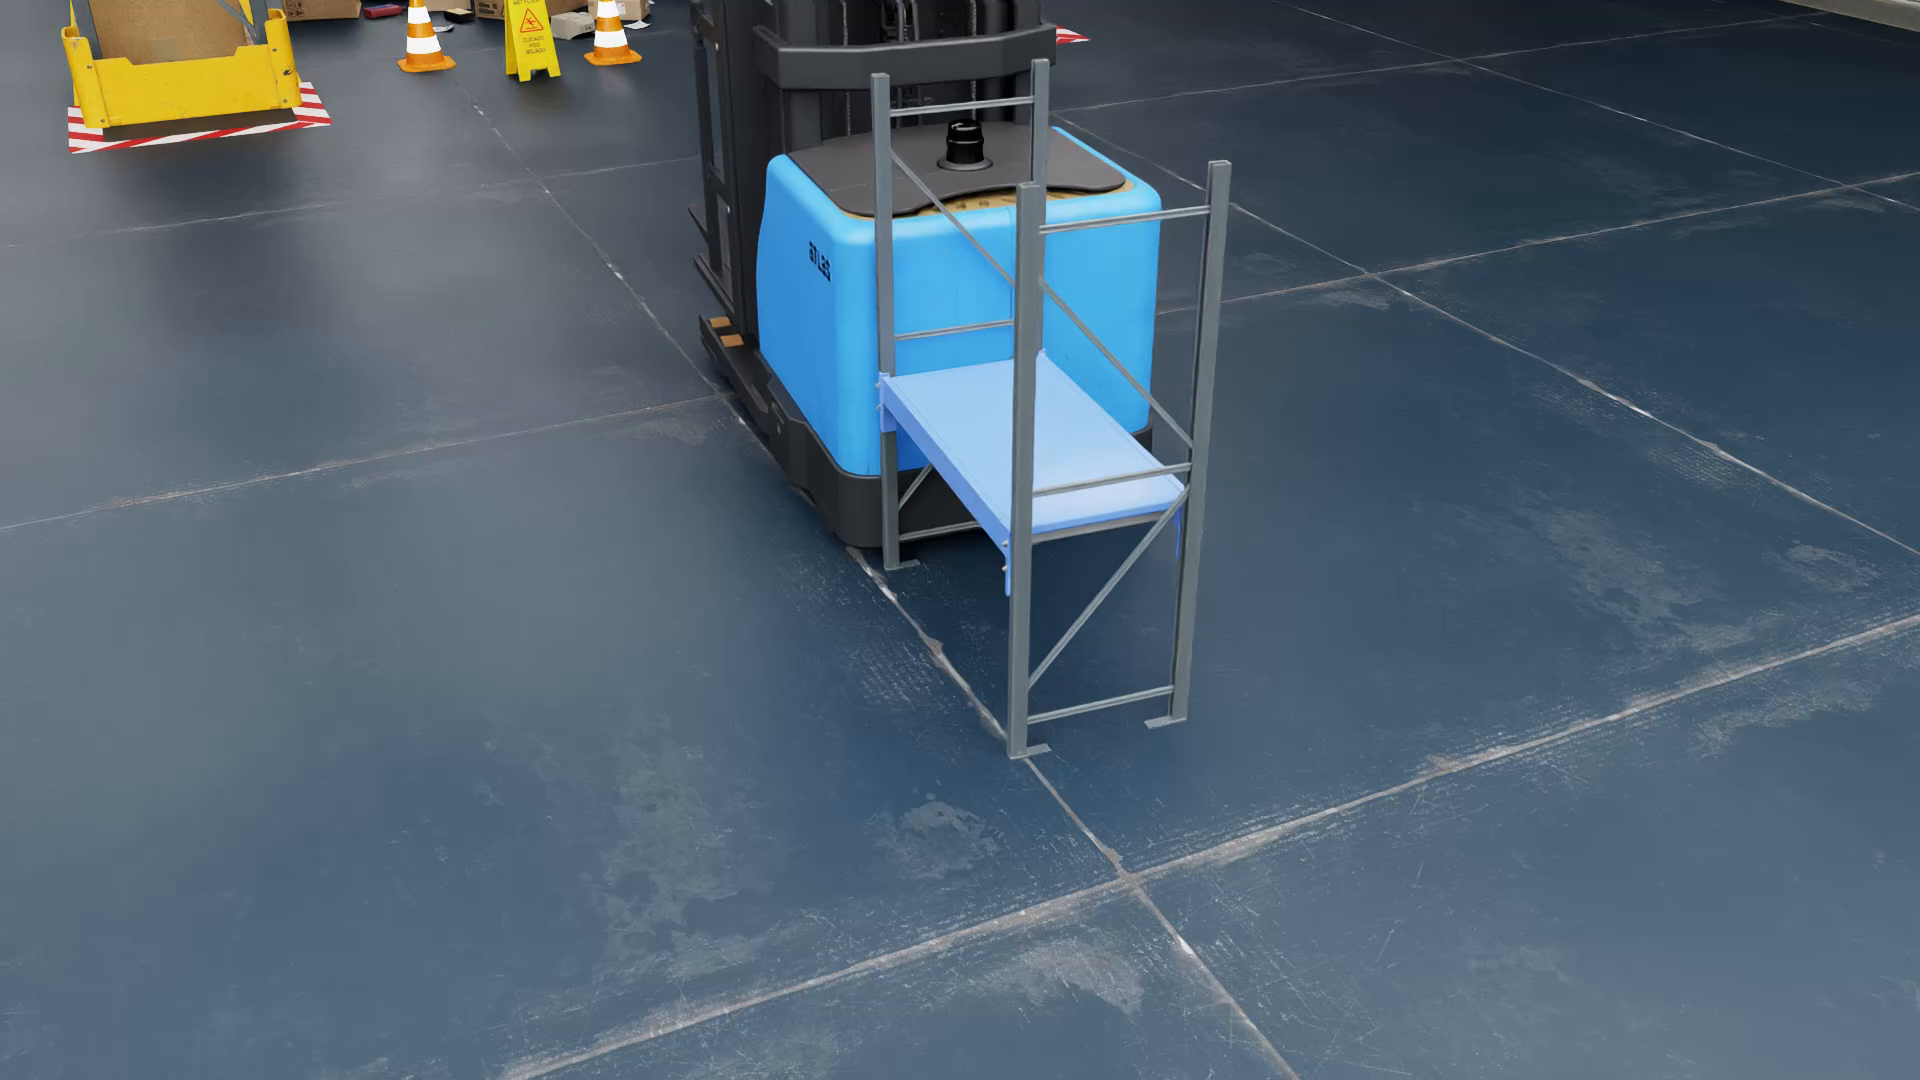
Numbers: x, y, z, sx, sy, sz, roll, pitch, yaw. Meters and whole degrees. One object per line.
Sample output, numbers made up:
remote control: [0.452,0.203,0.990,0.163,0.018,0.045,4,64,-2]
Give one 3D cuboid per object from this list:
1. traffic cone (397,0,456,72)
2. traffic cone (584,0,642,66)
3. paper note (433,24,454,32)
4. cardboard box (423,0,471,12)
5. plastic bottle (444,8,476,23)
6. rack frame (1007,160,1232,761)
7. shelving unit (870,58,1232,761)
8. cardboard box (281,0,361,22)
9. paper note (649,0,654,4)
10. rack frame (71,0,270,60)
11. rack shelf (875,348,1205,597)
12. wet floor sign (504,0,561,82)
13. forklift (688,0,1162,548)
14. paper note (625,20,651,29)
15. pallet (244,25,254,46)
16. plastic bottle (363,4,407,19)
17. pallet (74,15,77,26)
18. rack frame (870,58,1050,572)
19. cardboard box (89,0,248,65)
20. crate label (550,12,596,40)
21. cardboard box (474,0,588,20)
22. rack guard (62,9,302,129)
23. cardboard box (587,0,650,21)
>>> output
traffic cone: [-3.432,-3.258,10.587,0.336,0.463,0.334,-13,32,-22]
traffic cone: [-2.266,-3.345,10.743,0.336,0.463,0.334,-13,32,-22]
paper note: [-3.609,-3.567,11.582,0.144,0.017,0.142,-3,29,-5]
cardboard box: [-3.803,-4.034,12.172,0.396,0.266,0.258,-8,30,-13]
plastic bottle: [-3.593,-3.751,11.877,0.283,0.061,0.133,26,38,38]
rack frame: [0.359,-0.139,3.965,0.500,1.500,0.032,-10,31,-18]
shelving unit: [0.182,-0.372,4.380,0.538,1.500,1.048,-10,31,-18]
cardboard box: [-4.611,-4.039,11.940,0.500,0.500,0.500,-8,30,-13]
paper note: [-2.307,-4.010,12.391,0.032,0.001,0.123,-13,32,-22]
rack frame: [-4.487,-3.832,9.017,1.000,3.000,0.127,-13,32,-22]
rack shelf: [0.182,-0.215,4.468,0.538,0.185,1.000,-10,31,-18]
wet floor sign: [-2.686,-3.208,10.311,0.267,0.644,0.232,-19,35,-30]
forklift: [-0.375,-1.960,5.748,1.130,2.935,3.031,-10,31,-18]
paper note: [-2.263,-3.621,11.675,0.142,0.019,0.148,26,38,38]
pallet: [-4.901,-2.952,10.299,1.003,0.211,1.213,-13,32,-22]
plastic bottle: [-4.146,-3.821,12.001,0.133,0.061,0.283,26,38,38]
pallet: [-5.420,-3.491,11.259,1.003,0.211,1.213,-13,32,-22]
rack frame: [0.004,-0.605,4.795,0.500,1.500,0.032,-10,31,-18]
cardboard box: [-4.837,-3.374,9.943,0.875,0.875,0.875,-13,32,-22]
crate label: [-2.659,-3.537,11.418,0.298,0.136,0.250,19,34,30]
cardboard box: [-3.100,-4.071,11.996,0.637,0.503,0.797,13,32,21]
rack guard: [-4.476,-2.731,9.609,1.175,0.500,0.348,-13,32,-22]
cardboard box: [-2.446,-3.827,11.923,0.380,0.149,0.250,2,29,4]
